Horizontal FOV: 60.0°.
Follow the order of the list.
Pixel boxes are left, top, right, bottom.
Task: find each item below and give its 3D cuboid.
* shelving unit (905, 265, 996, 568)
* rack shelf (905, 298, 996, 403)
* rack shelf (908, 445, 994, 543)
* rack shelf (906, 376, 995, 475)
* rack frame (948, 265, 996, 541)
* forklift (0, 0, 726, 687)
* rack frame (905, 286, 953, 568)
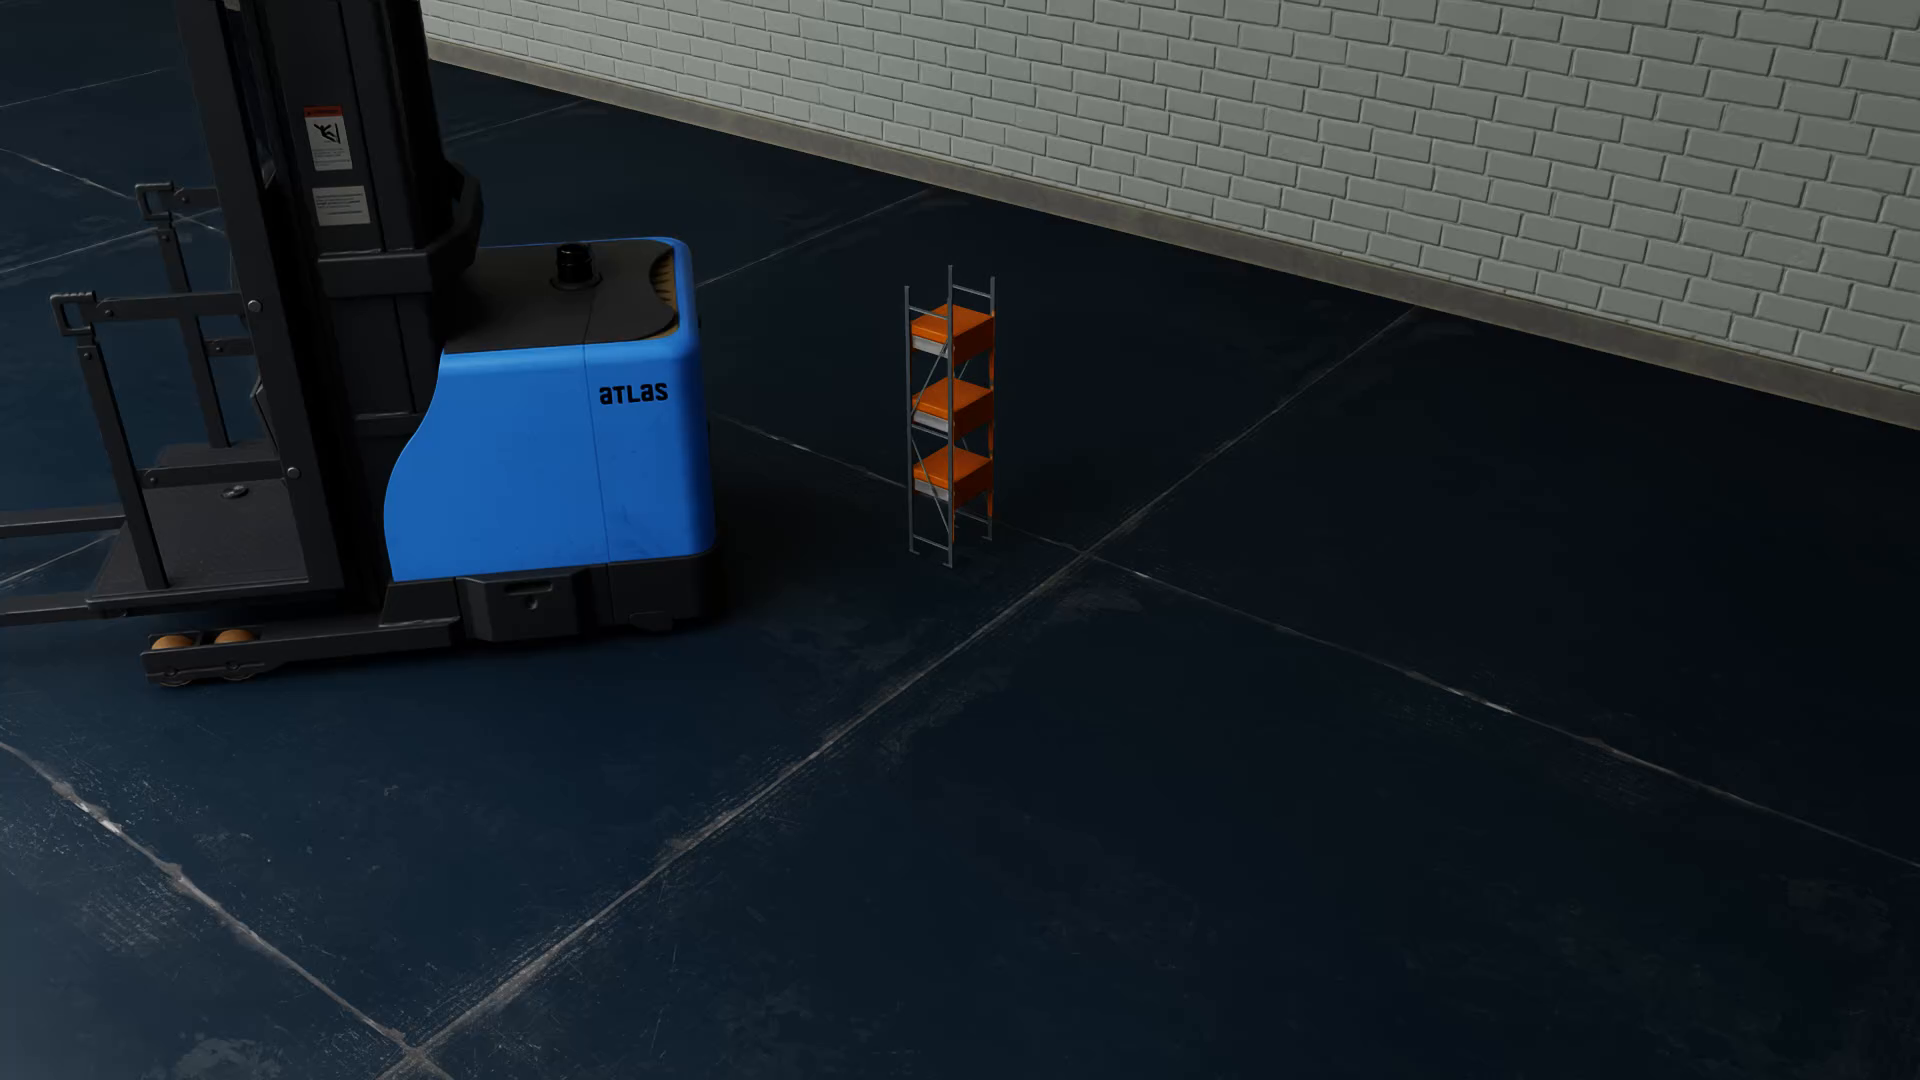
[{"bbox_3d":[-0.032,-0.430,5.946,0.215,1.050,0.252,21,37,31],"label":"shelving unit"},{"bbox_3d":[-0.032,-0.665,5.806,0.215,0.259,0.240,21,37,31],"label":"rack shelf"},{"bbox_3d":[-0.032,-0.182,6.093,0.215,0.259,0.240,21,37,31],"label":"rack shelf"},{"bbox_3d":[-0.032,-0.421,5.951,0.215,0.259,0.240,21,37,31],"label":"rack shelf"},{"bbox_3d":[0.041,-0.479,6.029,0.200,1.050,0.008,21,37,31],"label":"rack frame"},{"bbox_3d":[-2.377,-1.073,5.186,3.031,2.935,1.130,-5,31,-9],"label":"forklift"},{"bbox_3d":[-0.106,-0.380,5.862,0.200,1.050,0.008,21,37,31],"label":"rack frame"}]
